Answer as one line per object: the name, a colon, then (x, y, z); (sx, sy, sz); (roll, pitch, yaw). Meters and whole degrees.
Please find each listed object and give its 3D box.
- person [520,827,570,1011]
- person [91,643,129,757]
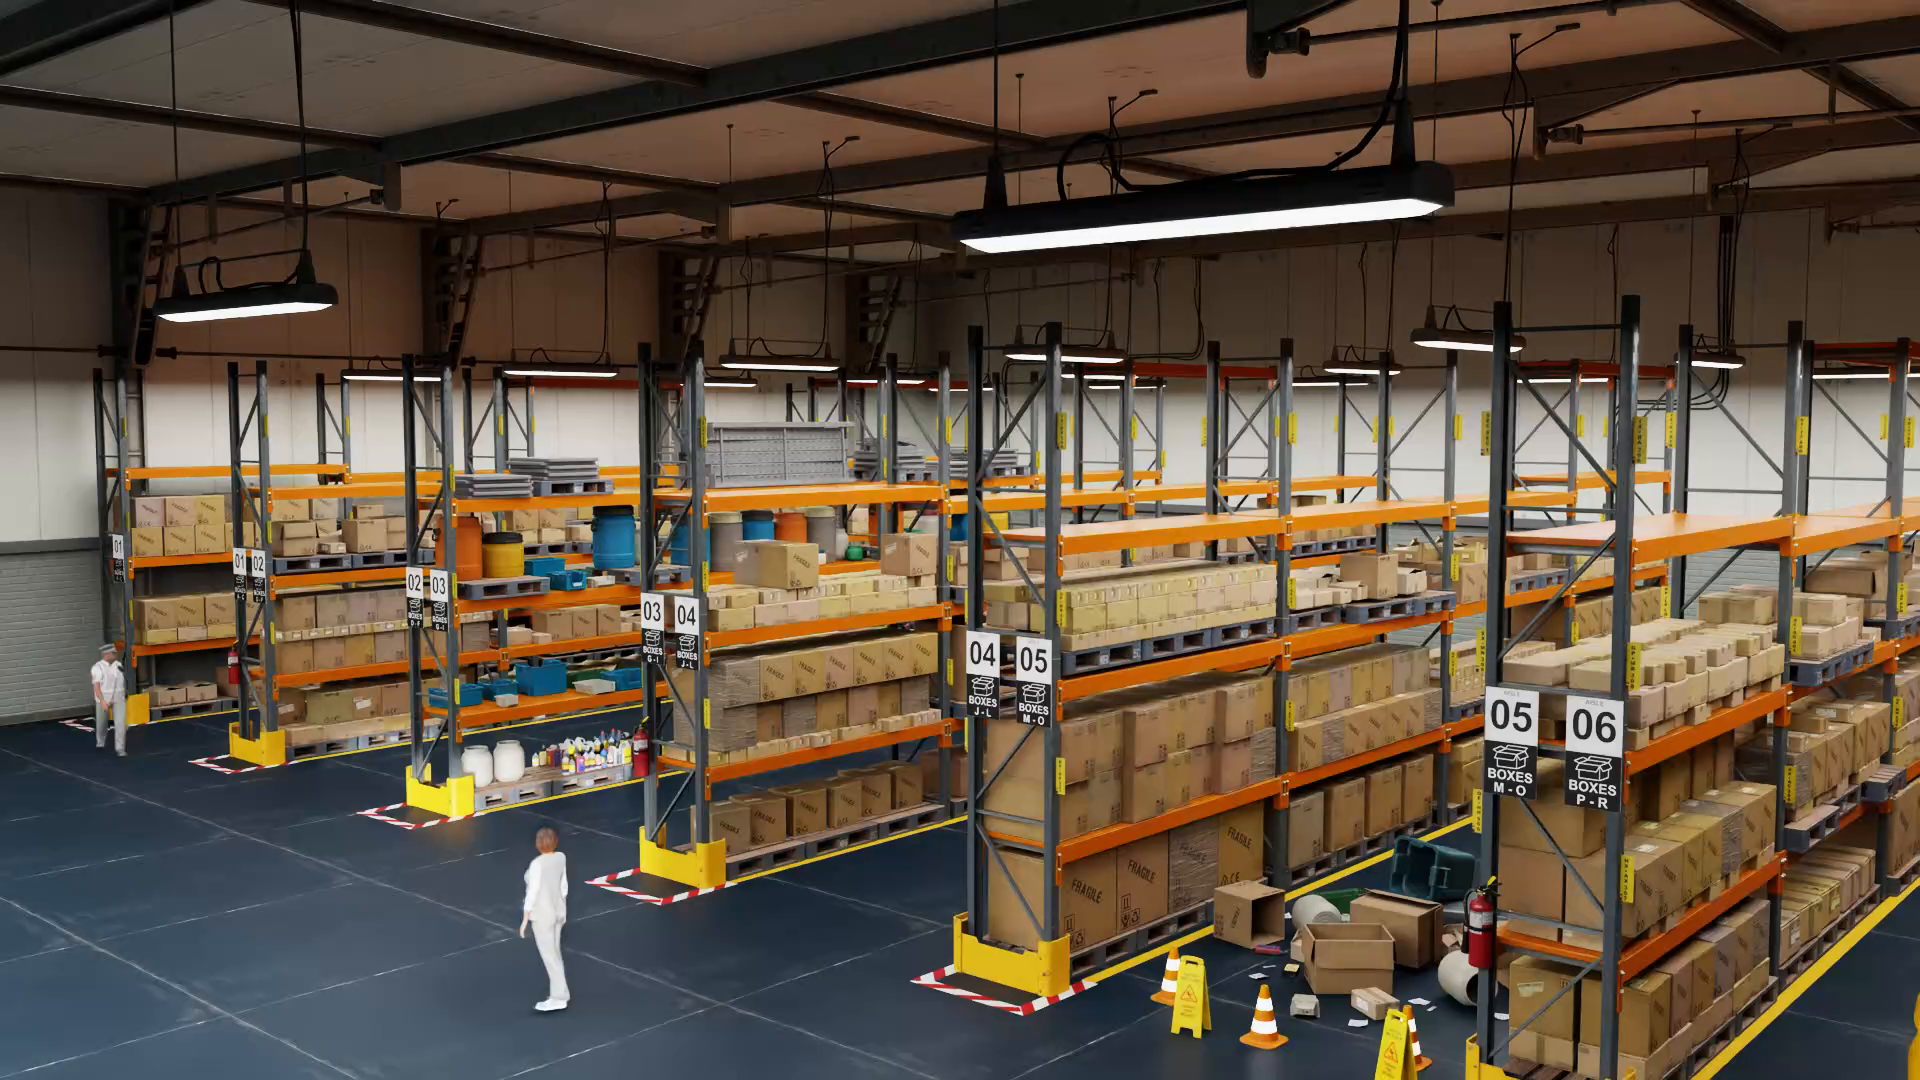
person: (-3.592, 3.306, 14.506); (0.392, 1.622, 0.515); (1, 4, 19)
person: (-13.022, 2.434, 25.486); (0.502, 1.715, 1.032); (-3, 5, -31)
